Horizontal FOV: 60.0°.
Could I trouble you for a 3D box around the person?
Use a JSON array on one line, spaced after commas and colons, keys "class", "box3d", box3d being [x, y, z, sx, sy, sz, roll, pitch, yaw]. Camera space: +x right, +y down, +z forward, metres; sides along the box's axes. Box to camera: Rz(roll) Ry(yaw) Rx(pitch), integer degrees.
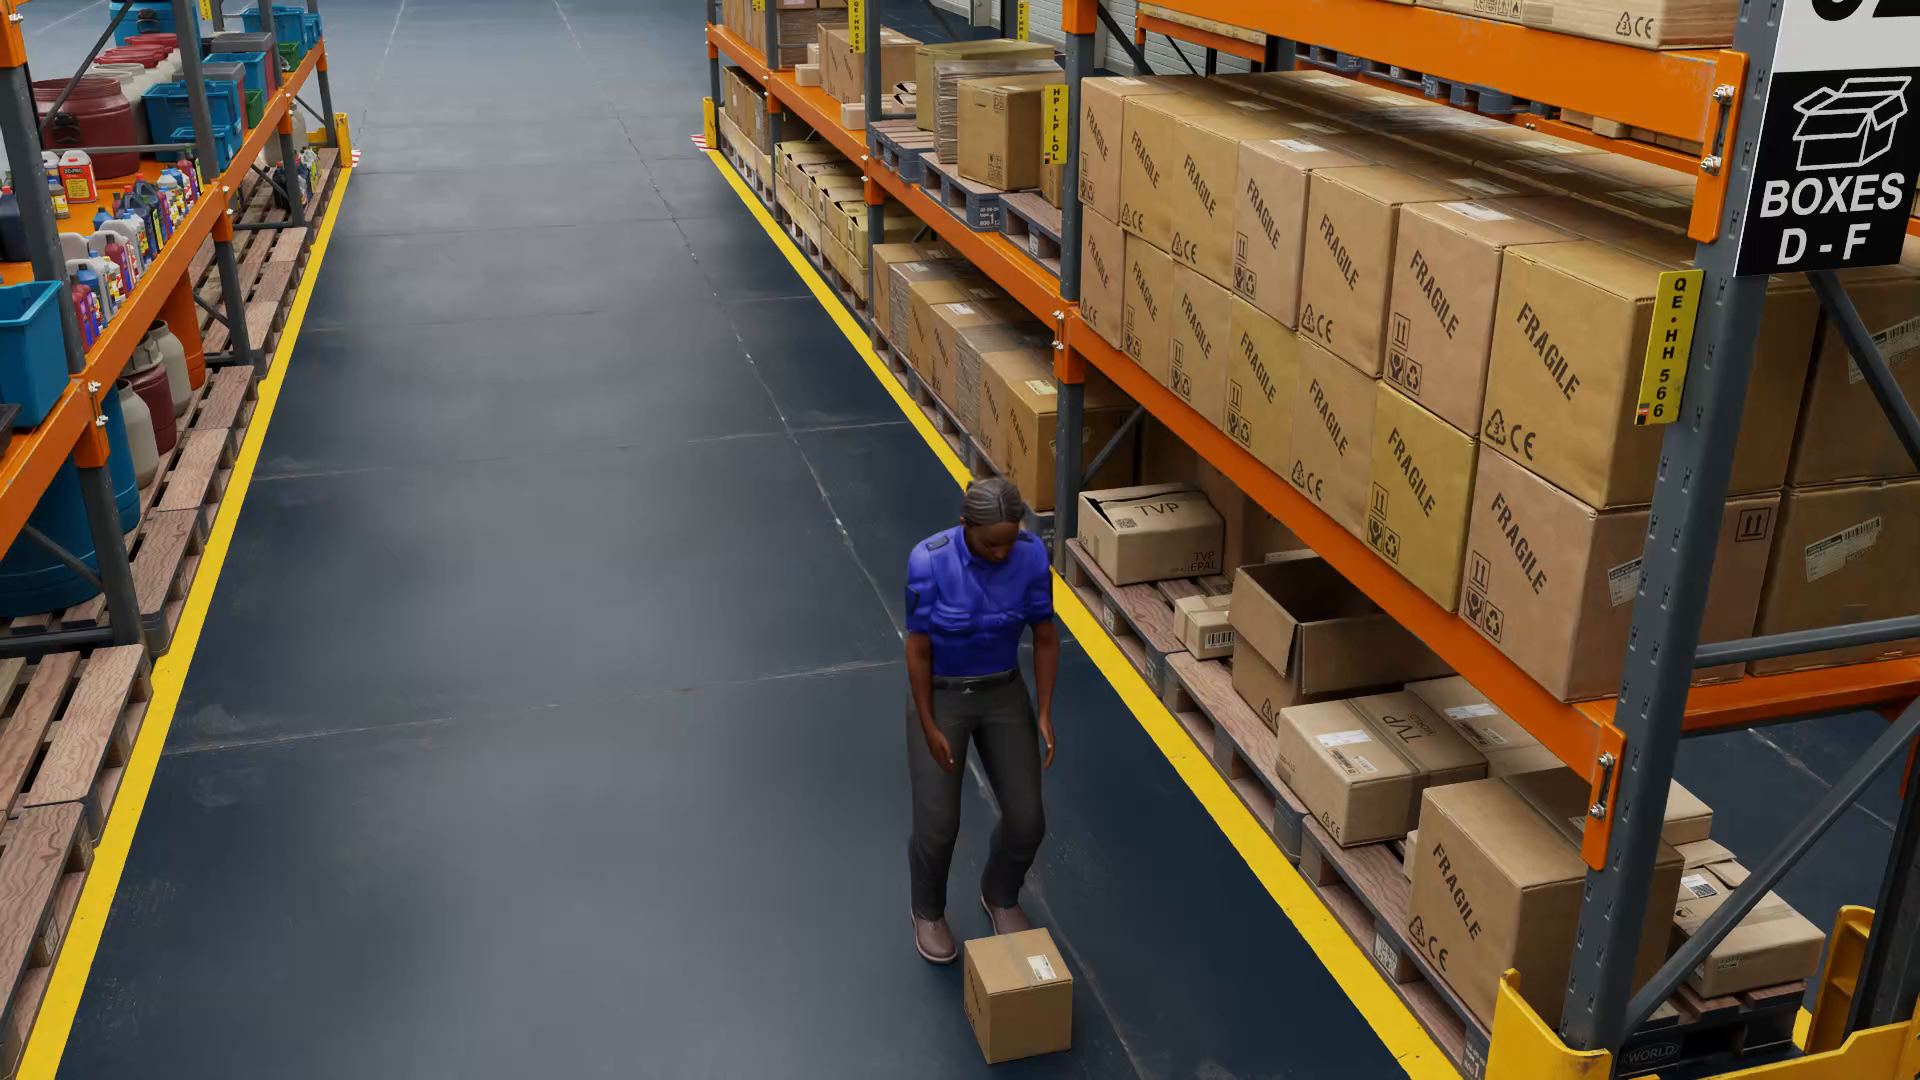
[{"class": "person", "box3d": [0.064, 0.522, 4.985, 0.465, 1.588, 0.411, -6, 24, -13]}]
